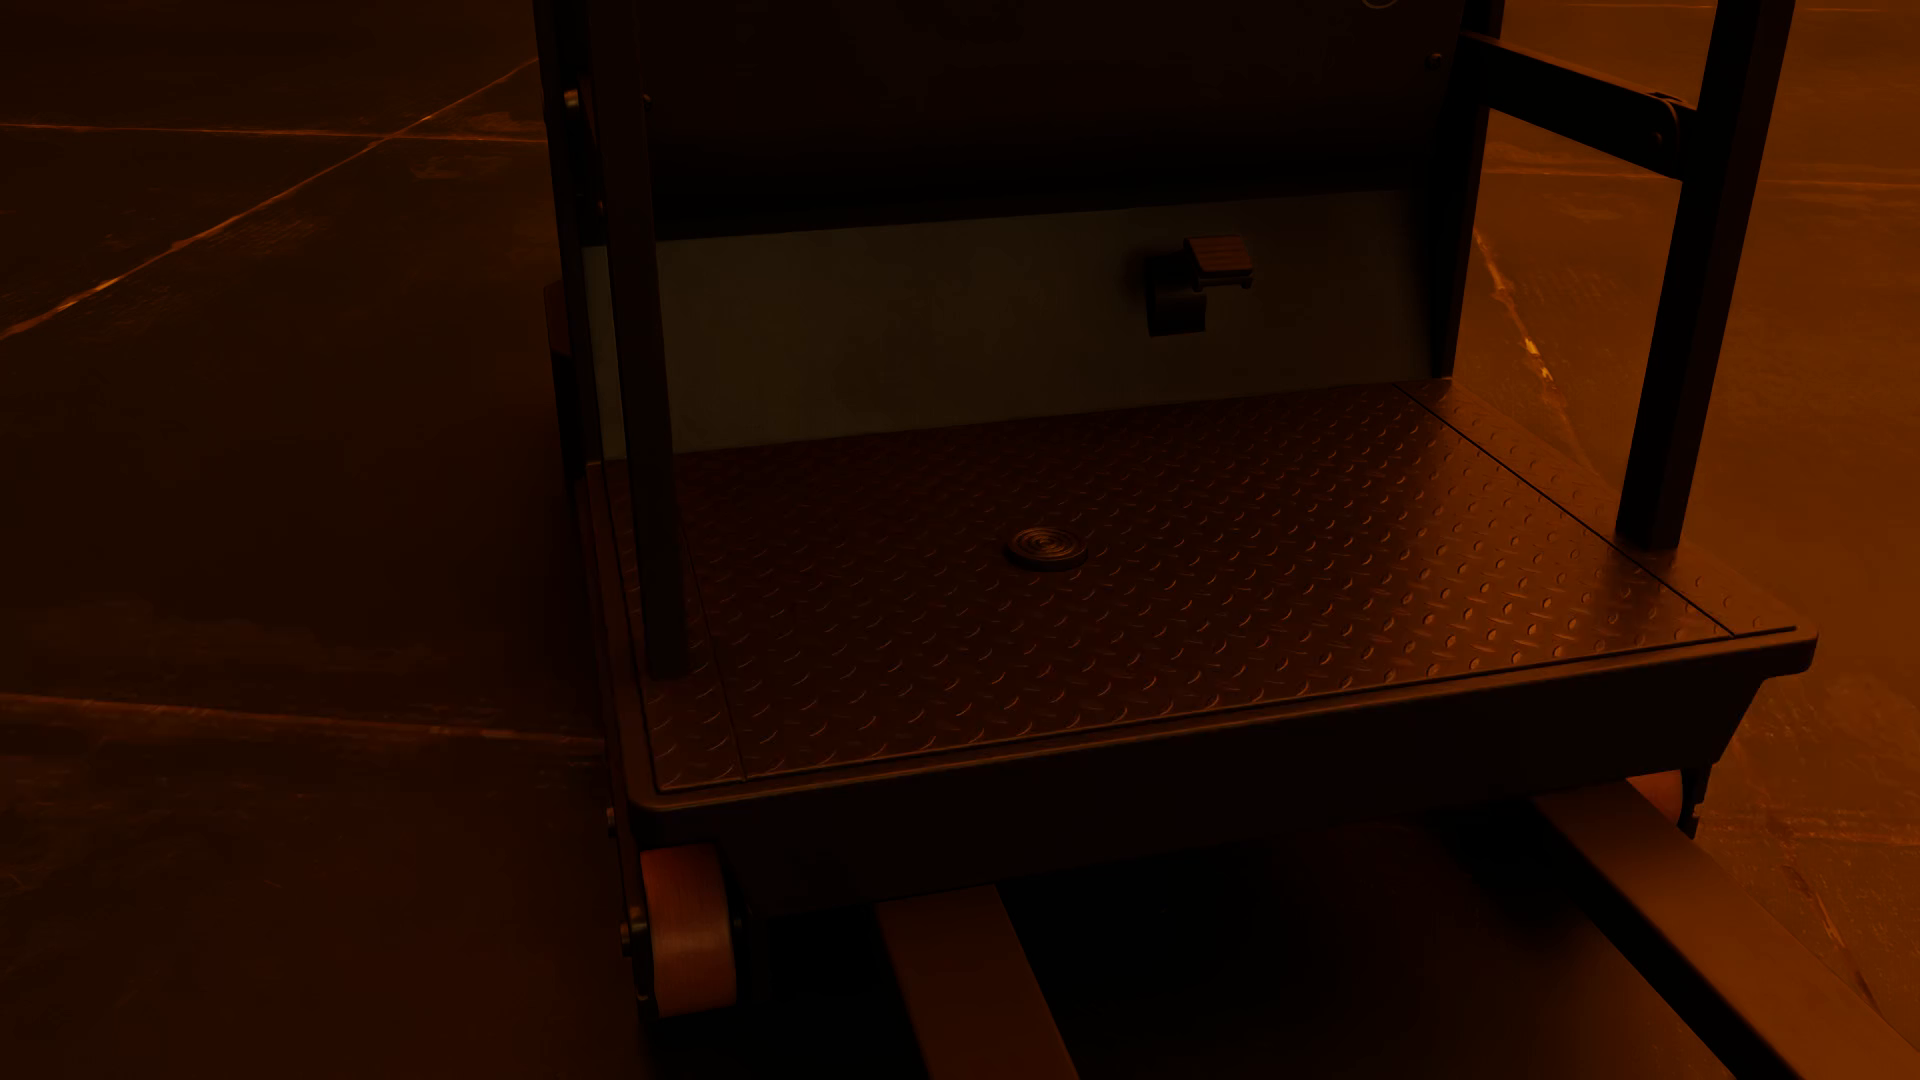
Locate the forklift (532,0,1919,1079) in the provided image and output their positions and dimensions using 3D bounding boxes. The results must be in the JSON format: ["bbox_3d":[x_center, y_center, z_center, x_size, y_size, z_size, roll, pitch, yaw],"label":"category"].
[{"bbox_3d":[0.153,-1.049,1.319,1.130,2.935,3.031,-7,27,-13],"label":"forklift"}]
